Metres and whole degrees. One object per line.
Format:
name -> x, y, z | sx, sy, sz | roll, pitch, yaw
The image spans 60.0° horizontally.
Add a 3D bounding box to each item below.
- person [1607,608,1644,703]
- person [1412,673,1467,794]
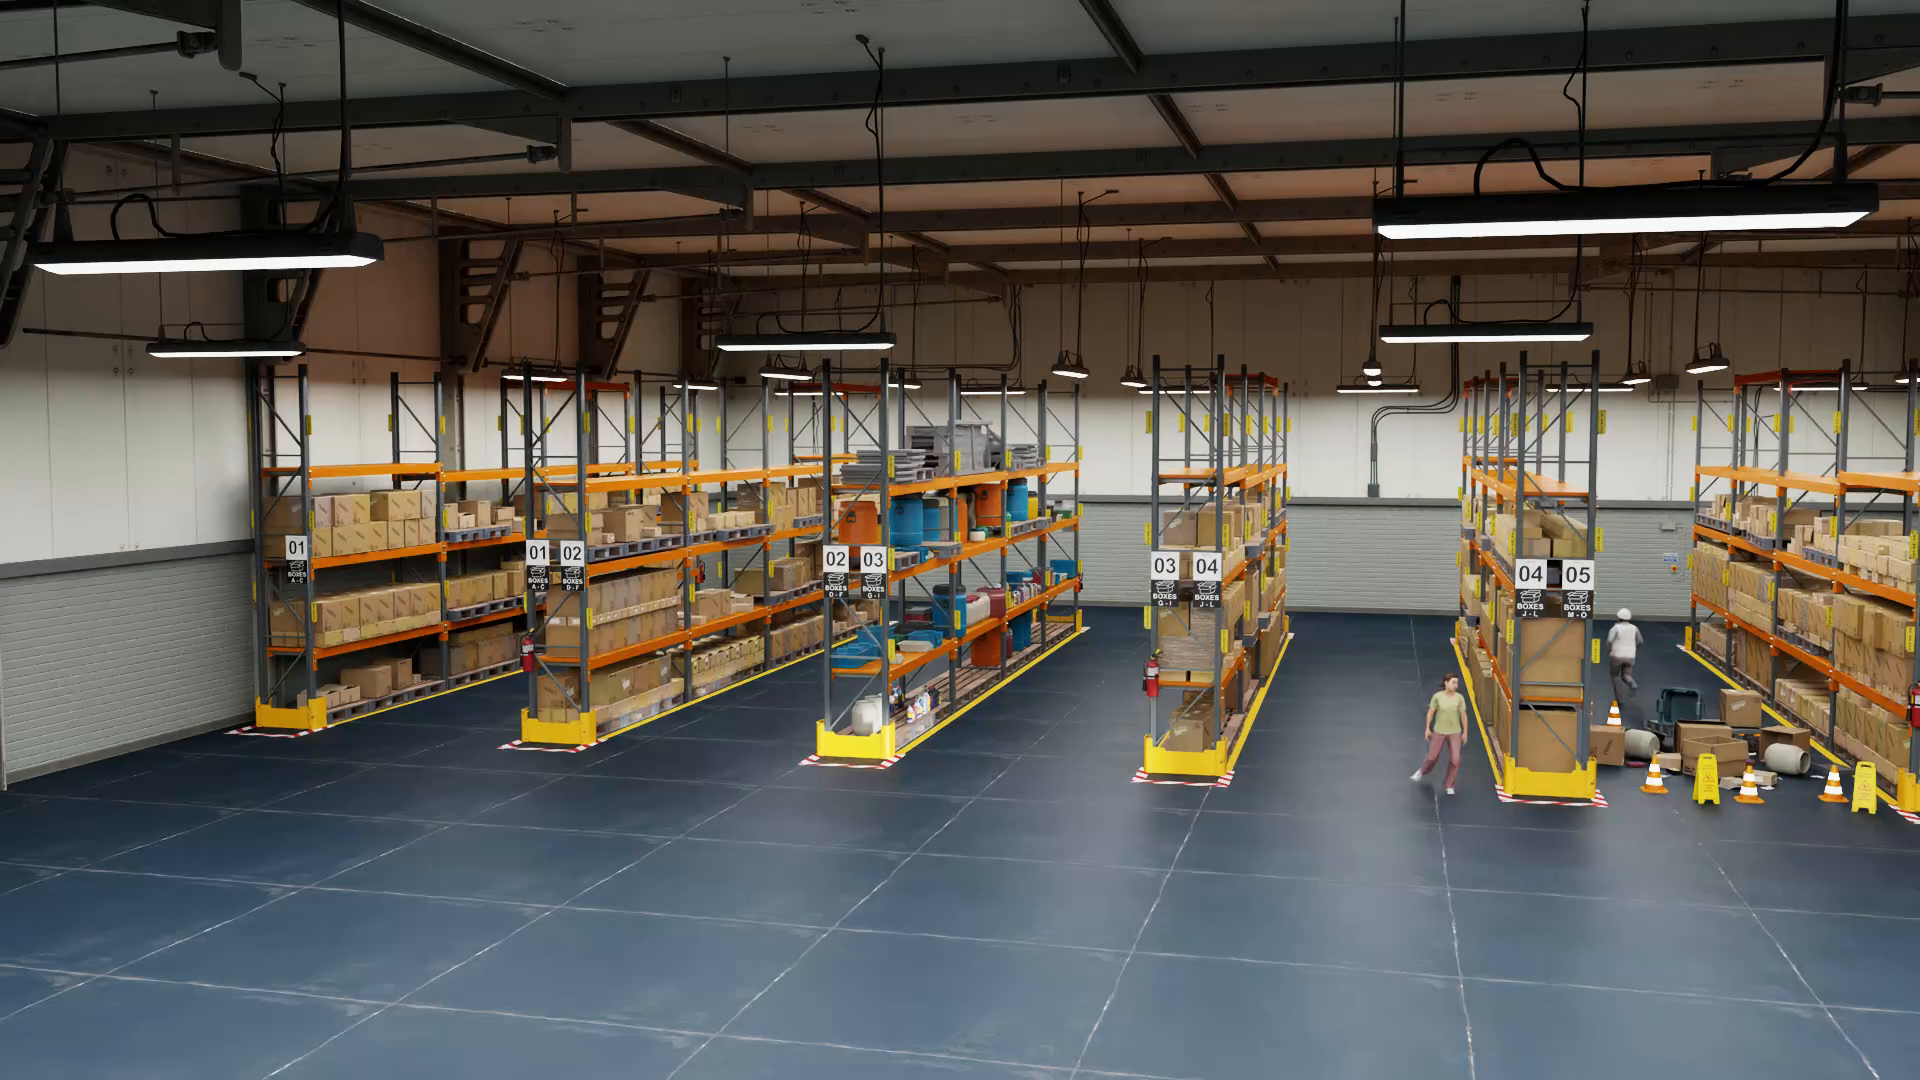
person -> 11.922, 2.091, 29.841 | 0.672, 1.727, 0.688 | 0, 4, 2
person -> 6.542, 2.608, 22.665 | 0.678, 1.636, 0.606 | 1, 4, 8
